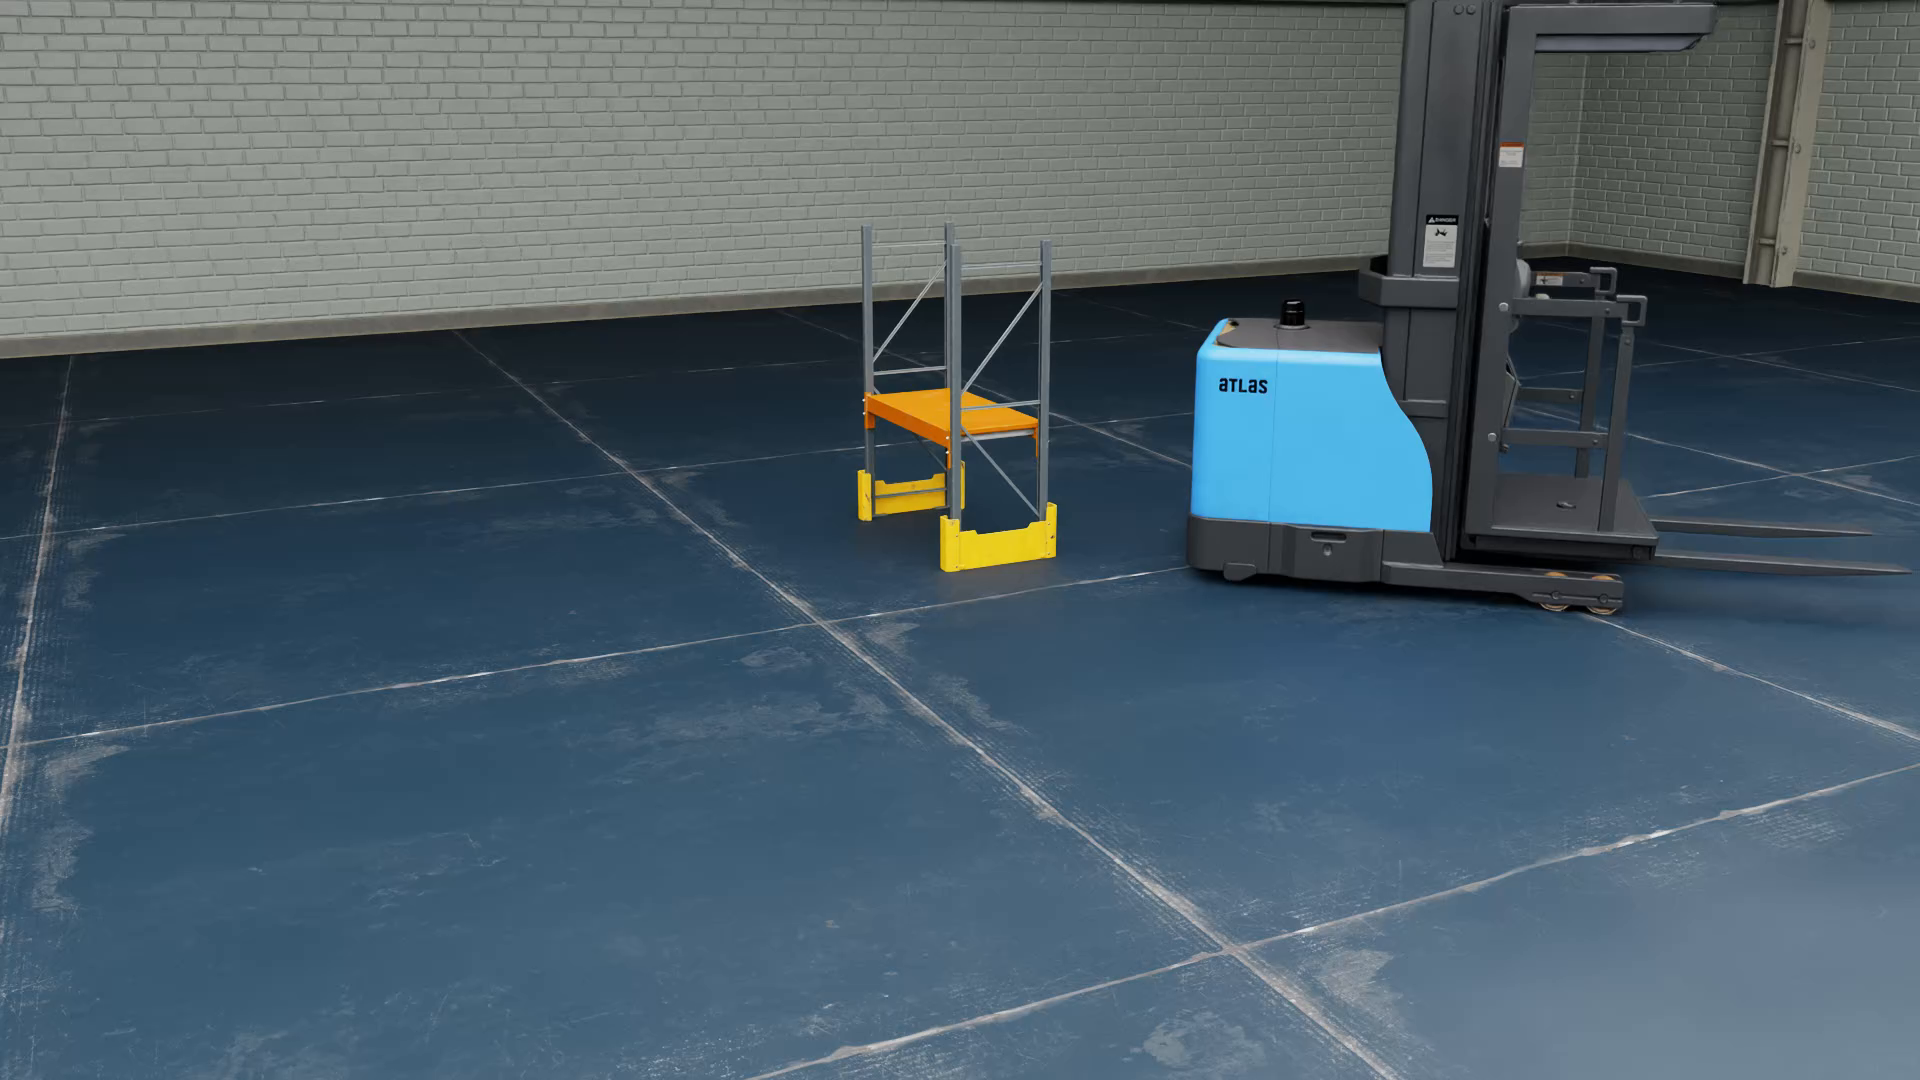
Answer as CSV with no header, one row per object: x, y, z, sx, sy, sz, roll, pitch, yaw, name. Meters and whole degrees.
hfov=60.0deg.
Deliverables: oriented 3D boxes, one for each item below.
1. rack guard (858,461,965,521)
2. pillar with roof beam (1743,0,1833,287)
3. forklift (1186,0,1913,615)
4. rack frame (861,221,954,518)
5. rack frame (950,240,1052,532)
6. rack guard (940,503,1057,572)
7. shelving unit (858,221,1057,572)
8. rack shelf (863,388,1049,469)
-0.252,-0.263,8.712,0.587,0.250,0.087,-8,18,-25,rack guard
4.760,-6.535,14.708,9.100,9.000,0.400,-8,18,-25,pillar with roof beam
2.610,-1.250,7.294,3.031,2.935,1.130,4,16,14,forklift
-0.260,-0.868,8.557,0.500,1.500,0.032,-8,18,-25,rack frame
0.185,-0.616,7.678,0.500,1.500,0.032,-8,18,-25,rack frame
0.185,-0.016,7.852,0.587,0.250,0.087,-8,18,-25,rack guard
-0.033,-0.740,8.110,0.587,1.500,1.083,-8,18,-25,shelving unit
-0.037,-0.569,8.167,0.538,0.185,1.000,-8,18,-25,rack shelf
